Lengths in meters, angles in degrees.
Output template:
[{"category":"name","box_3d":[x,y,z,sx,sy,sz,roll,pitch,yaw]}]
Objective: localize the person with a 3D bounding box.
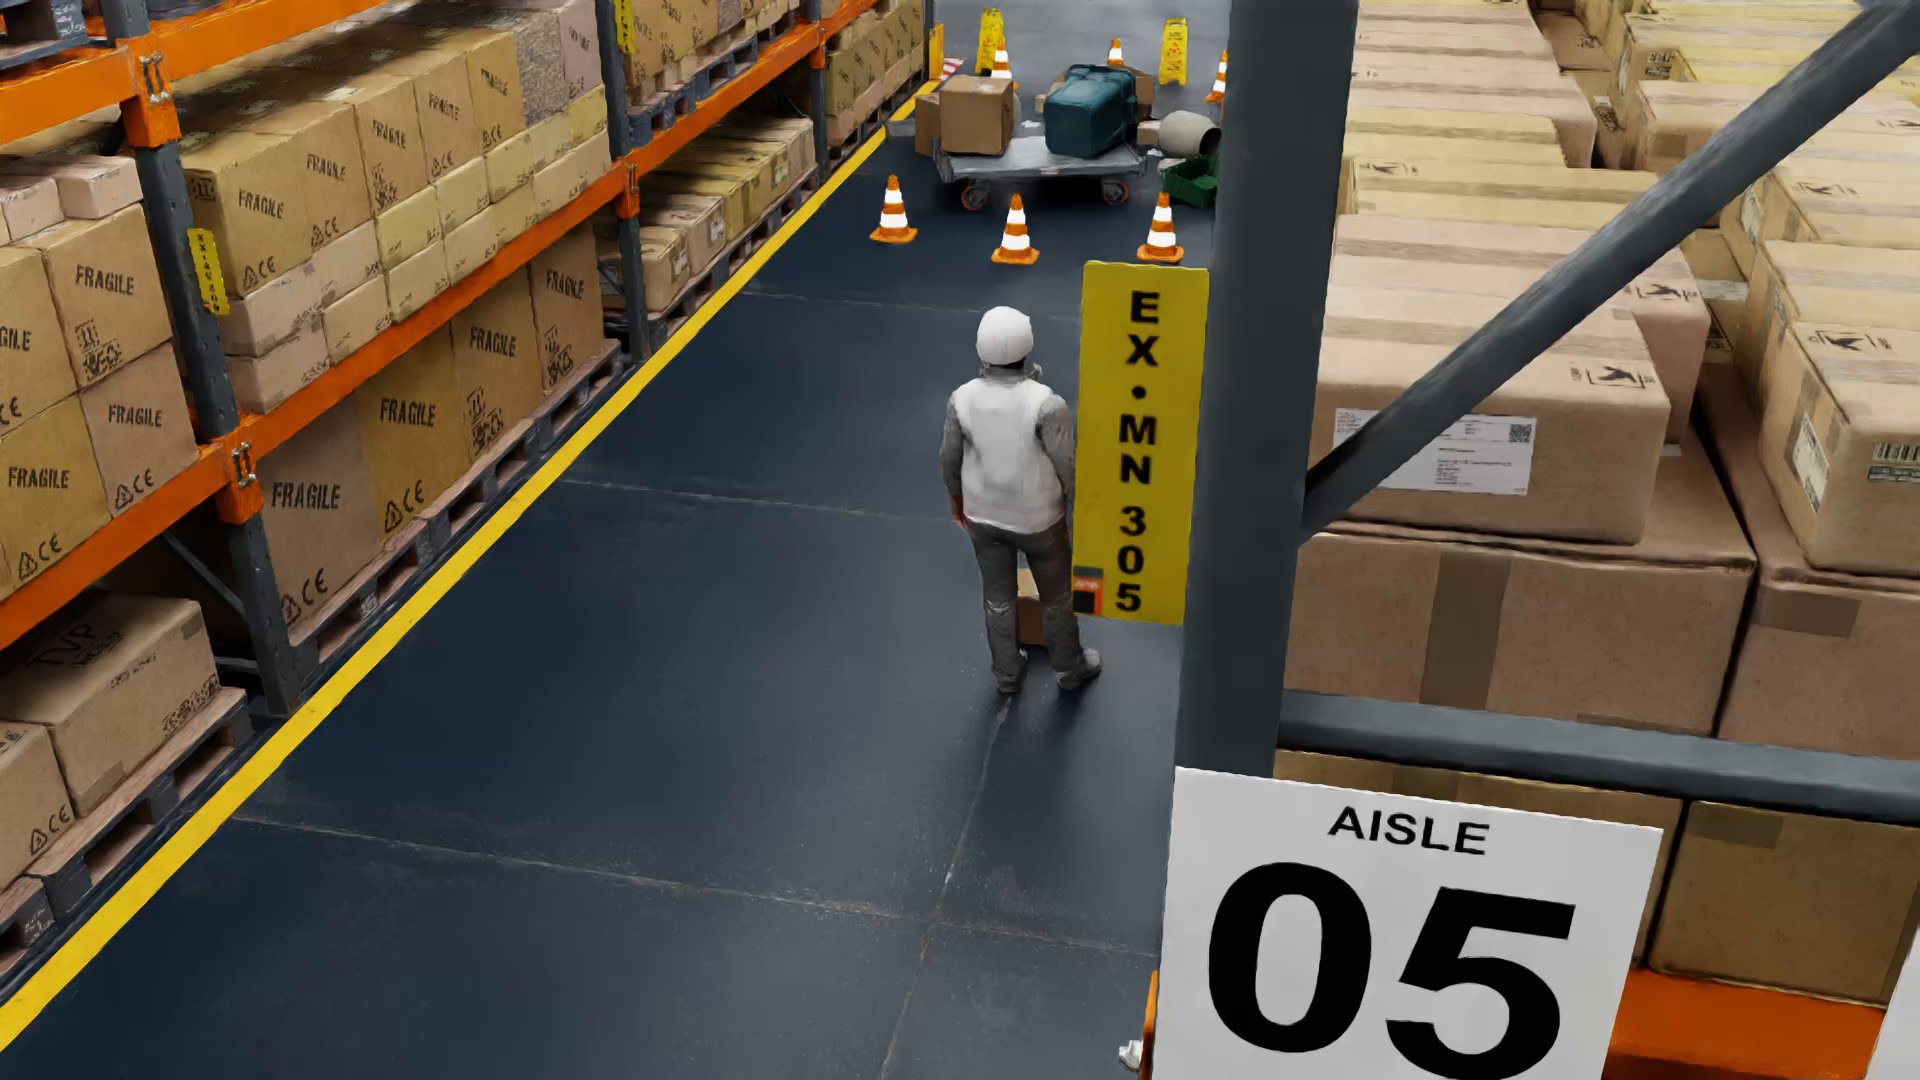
[{"category":"person","box_3d":[0.260,-0.165,6.879,0.636,1.773,0.568,10,30,18]}]
